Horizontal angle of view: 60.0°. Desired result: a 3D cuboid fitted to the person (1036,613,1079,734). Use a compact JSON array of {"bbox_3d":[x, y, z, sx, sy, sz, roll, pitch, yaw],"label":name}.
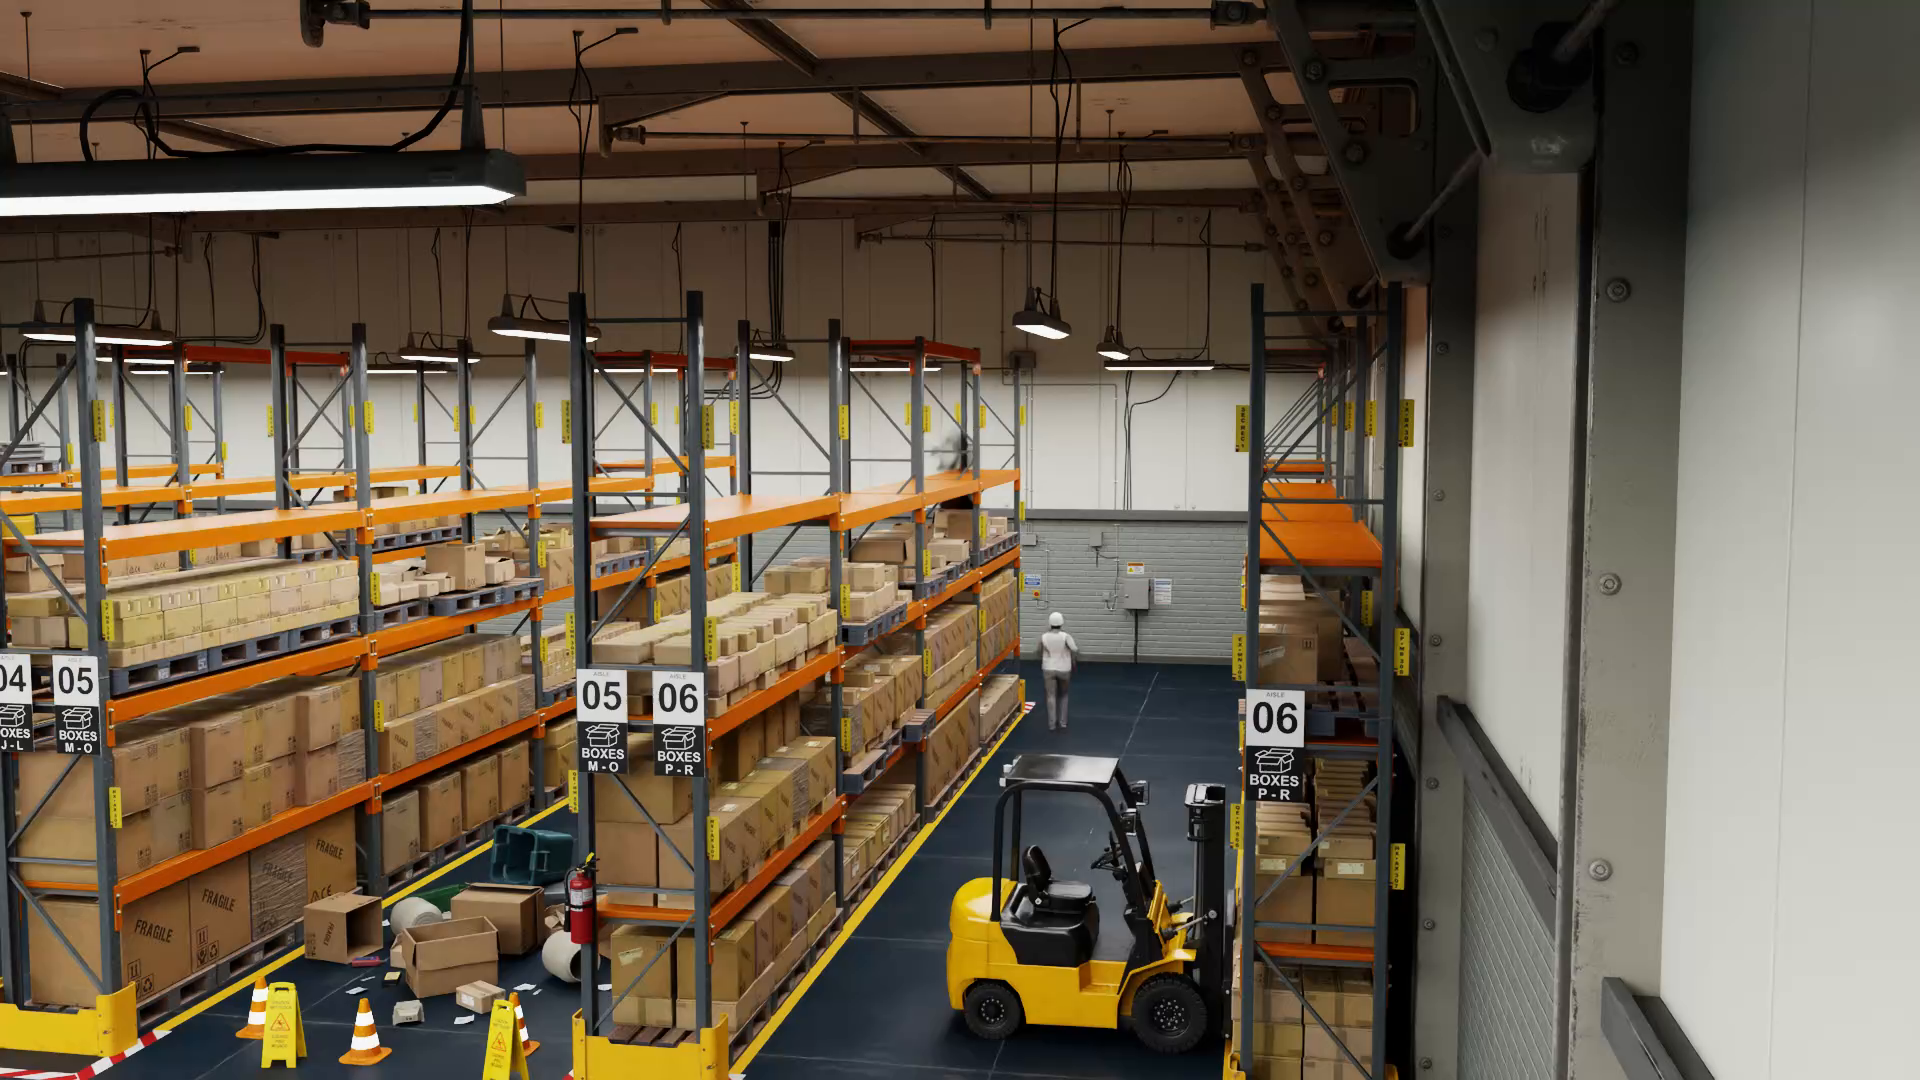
[{"bbox_3d":[1.447,2.016,24.832,0.625,1.887,0.737,0,5,2],"label":"person"}]
